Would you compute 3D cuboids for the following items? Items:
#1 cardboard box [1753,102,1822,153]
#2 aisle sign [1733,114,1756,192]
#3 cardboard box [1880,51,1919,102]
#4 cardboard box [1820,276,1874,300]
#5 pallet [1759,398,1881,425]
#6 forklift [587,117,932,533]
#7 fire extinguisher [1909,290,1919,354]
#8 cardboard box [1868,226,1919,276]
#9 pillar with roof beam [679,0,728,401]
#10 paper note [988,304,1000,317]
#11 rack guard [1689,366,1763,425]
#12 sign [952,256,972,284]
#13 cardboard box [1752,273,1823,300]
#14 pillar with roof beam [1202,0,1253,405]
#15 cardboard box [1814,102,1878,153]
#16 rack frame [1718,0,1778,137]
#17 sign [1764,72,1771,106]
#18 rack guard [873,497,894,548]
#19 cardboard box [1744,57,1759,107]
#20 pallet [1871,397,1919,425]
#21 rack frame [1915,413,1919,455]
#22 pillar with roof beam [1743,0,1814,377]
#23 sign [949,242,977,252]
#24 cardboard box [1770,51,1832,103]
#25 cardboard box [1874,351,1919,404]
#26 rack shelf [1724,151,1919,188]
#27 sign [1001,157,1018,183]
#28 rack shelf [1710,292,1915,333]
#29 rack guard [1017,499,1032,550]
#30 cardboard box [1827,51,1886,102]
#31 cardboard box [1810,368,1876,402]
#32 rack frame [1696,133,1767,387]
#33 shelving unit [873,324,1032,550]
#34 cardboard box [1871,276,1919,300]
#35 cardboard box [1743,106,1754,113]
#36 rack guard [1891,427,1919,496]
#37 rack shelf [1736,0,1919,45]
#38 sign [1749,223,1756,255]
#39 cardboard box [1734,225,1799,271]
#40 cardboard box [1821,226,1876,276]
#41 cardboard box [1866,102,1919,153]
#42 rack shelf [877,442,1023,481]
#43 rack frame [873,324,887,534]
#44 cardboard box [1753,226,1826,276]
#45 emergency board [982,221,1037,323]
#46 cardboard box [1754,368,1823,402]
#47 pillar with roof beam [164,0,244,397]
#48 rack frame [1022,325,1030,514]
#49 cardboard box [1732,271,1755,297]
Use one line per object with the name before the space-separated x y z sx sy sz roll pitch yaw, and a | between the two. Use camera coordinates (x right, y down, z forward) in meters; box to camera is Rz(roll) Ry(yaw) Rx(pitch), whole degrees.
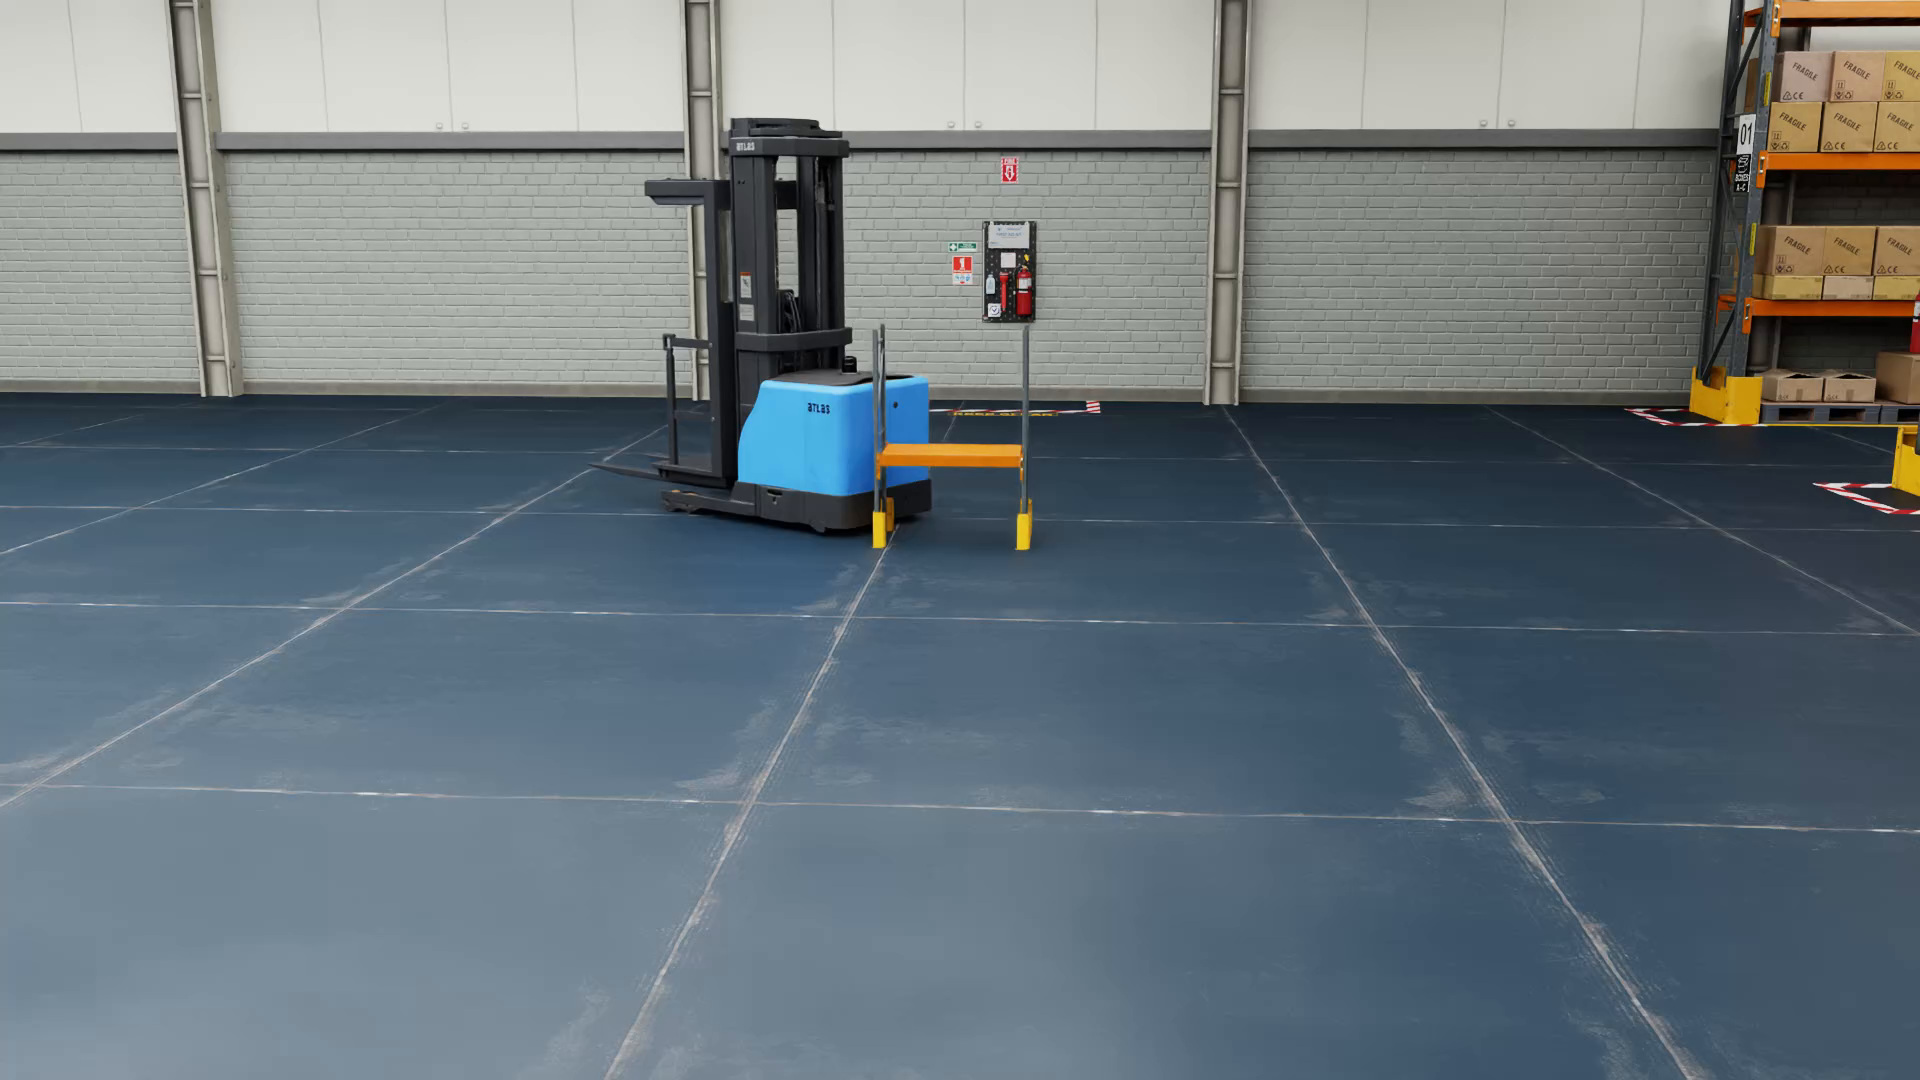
cardboard box | 8.584 -4.283 17.300 0.500 0.500 0.500 1 12 5
aisle sign | 8.175 -4.024 17.331 0.004 0.787 0.394 1 12 4
cardboard box | 9.644 -4.752 17.097 0.500 0.500 0.500 1 12 5
cardboard box | 9.252 -2.673 17.537 0.500 0.250 0.500 0 12 2
pallet | 9.151 -1.428 18.078 1.213 0.211 1.003 1 12 4
forklift | -1.684 -1.707 12.772 3.031 2.935 1.130 9 15 37
fire extinguisher | 7.853 -1.859 13.517 0.183 0.674 0.296 1 12 4
cardboard box | 9.731 -3.030 17.415 0.500 0.500 0.500 0 12 2
pillar with roof beam | -3.238 -5.200 14.651 0.400 9.000 9.100 1 12 4
paper note | 0.401 -2.688 19.445 0.142 0.148 0.016 1 12 4
rack guard | 8.343 -1.588 18.136 0.348 0.500 1.175 1 12 4
sign | 0.028 -3.149 19.409 0.234 0.329 0.001 1 12 4
cardboard box | 8.732 -2.677 17.557 0.500 0.250 0.500 0 12 2
pillar with roof beam | 2.749 -5.118 14.258 0.400 9.000 9.100 1 12 4
cardboard box | 9.117 -4.269 17.230 0.500 0.500 0.500 2 12 8
rack frame | 8.267 -5.749 17.271 0.127 3.000 1.000 1 12 4
sign | 8.231 -4.597 16.959 0.005 0.325 0.100 1 12 4
rack guard | -0.540 -0.125 11.755 0.087 0.250 0.587 1 12 4
cardboard box | 8.714 -4.876 17.691 0.500 0.500 0.500 1 12 6
pallet | 10.365 -1.411 17.996 1.213 0.211 1.003 1 12 4
rack frame | 7.939 -1.800 13.047 0.127 3.000 1.000 1 12 4
pillar with roof beam | 8.735 -5.036 13.866 0.400 9.000 9.100 1 12 4
sign | 0.032 -3.407 19.346 0.331 0.109 0.001 1 12 4
cardboard box | 8.635 -4.774 17.201 0.500 0.500 0.500 0 12 0
cardboard box | 10.249 -1.748 17.829 0.500 0.500 0.700 0 12 0
rack shelf | 10.262 -3.901 17.521 4.000 0.370 1.077 1 12 4
sign | 0.572 -4.258 19.136 0.199 0.298 0.001 1 12 4
rack shelf | 10.262 -2.433 17.828 4.000 0.370 1.077 1 12 4
rack guard | 0.454 -0.112 11.691 0.087 0.250 0.587 1 12 4
cardboard box | 9.132 -4.756 17.119 0.500 0.500 0.500 1 12 3
cardboard box | 9.520 -1.676 17.945 0.500 0.311 0.500 2 12 8
rack frame | 8.267 -2.812 17.886 0.127 3.000 1.000 1 12 4
shelving unit | -0.043 -0.730 11.595 1.083 1.500 0.587 1 12 4
cardboard box | 9.759 -2.665 17.498 0.500 0.250 0.500 1 12 3
cardboard box | 8.700 -4.385 17.786 0.500 0.500 0.500 2 12 8
rack guard | 7.916 -0.577 13.305 0.348 0.500 1.175 1 12 4
rack shelf | 10.262 -5.367 17.214 4.000 0.370 1.077 1 12 4
sign | 8.231 -3.125 17.267 0.005 0.325 0.100 1 12 4
cardboard box | 8.751 -3.153 17.999 0.500 0.500 0.500 1 12 3
cardboard box | 9.216 -3.039 17.455 0.500 0.500 0.500 1 12 4
cardboard box | 9.636 -4.262 17.200 0.500 0.500 0.500 1 12 6
rack shelf | -0.052 -0.554 11.632 1.000 0.185 0.538 1 12 4
rack frame | -0.559 -0.737 11.628 0.032 1.500 0.500 1 12 4
cardboard box | 8.723 -3.048 17.497 0.500 0.500 0.500 1 12 4
emergency board | 0.573 -3.103 19.276 0.643 1.169 0.194 1 12 4
cardboard box | 8.951 -1.684 17.983 0.500 0.311 0.500 -1 12 -3
pillar with roof beam | -9.224 -5.283 15.043 0.400 9.000 9.100 1 12 4
rack frame | 0.455 -0.723 11.563 0.032 1.500 0.500 1 12 4
cardboard box | 8.746 -2.782 18.058 0.500 0.250 0.500 1 12 5
